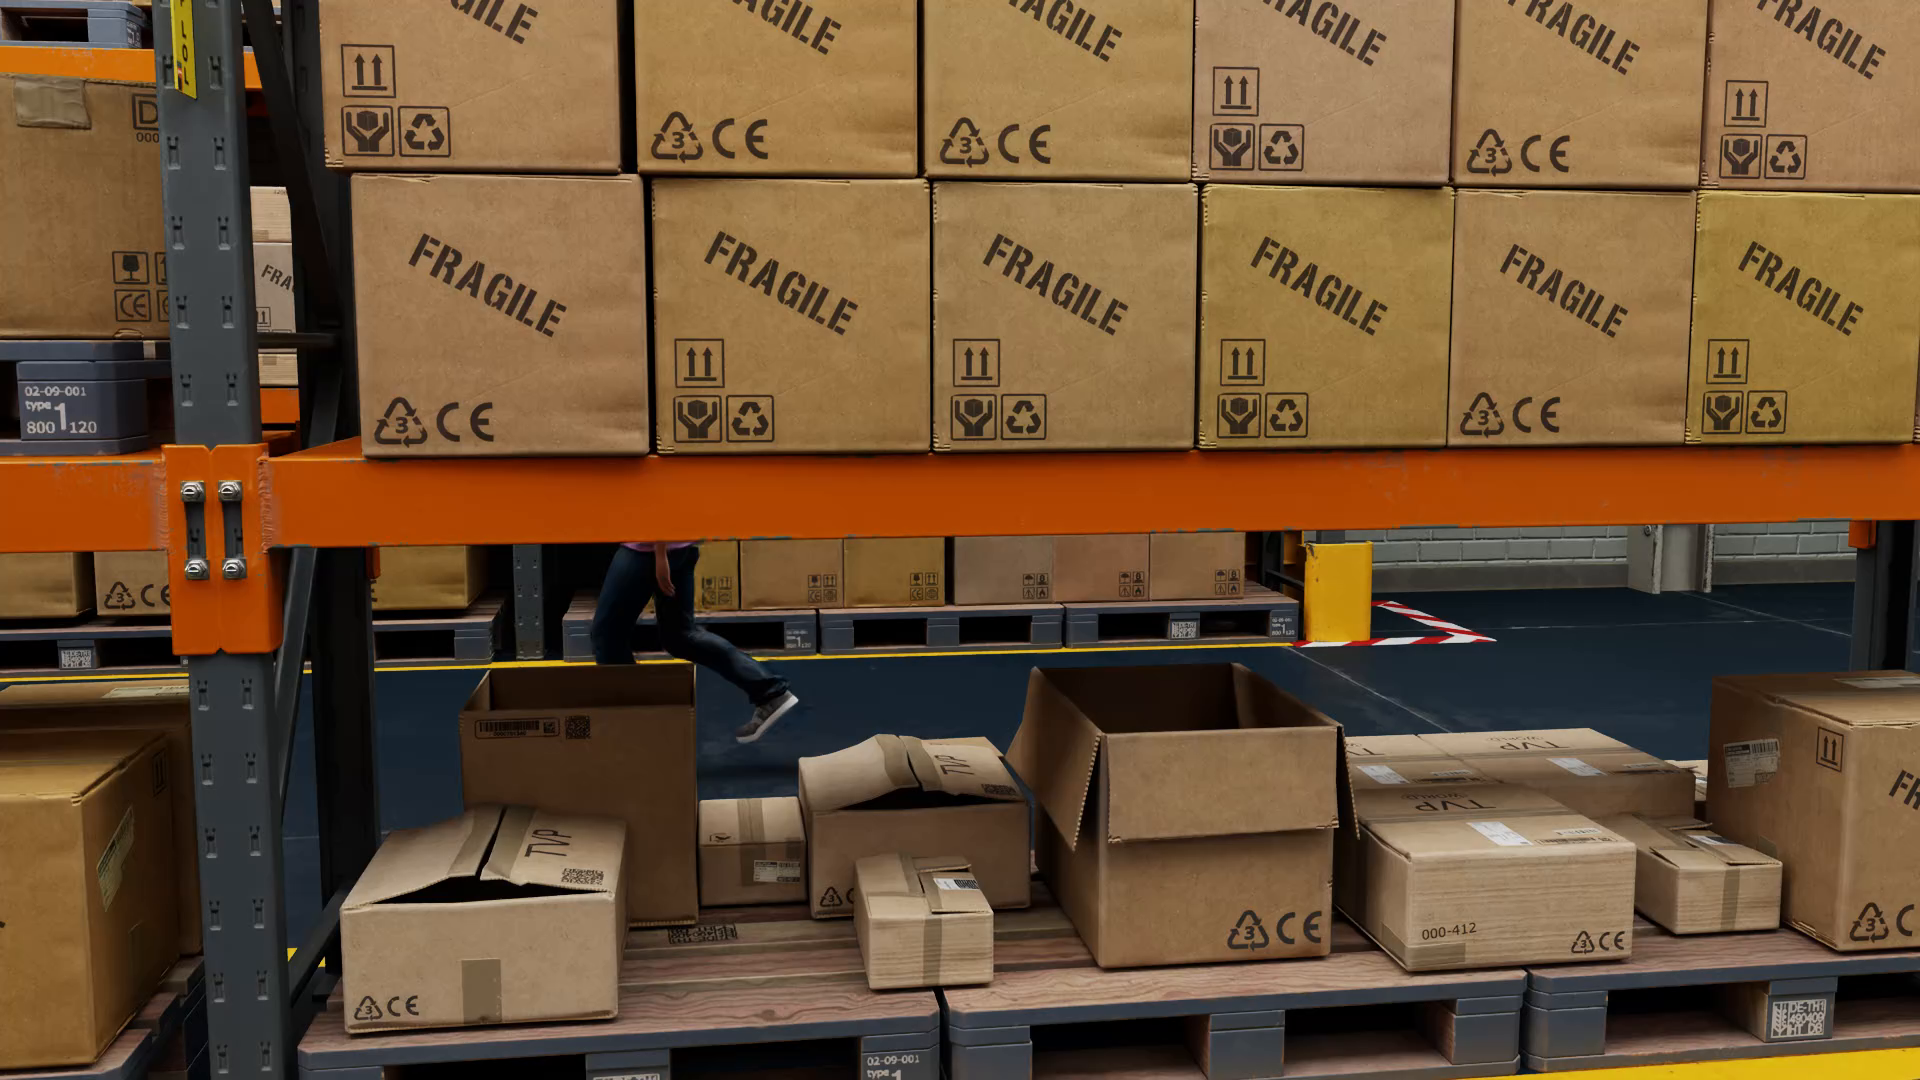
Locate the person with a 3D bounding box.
[{"bbox_3d":[-1.004,0.020,5.794,0.859,1.558,0.406,1,7,7],"label":"person"}]
